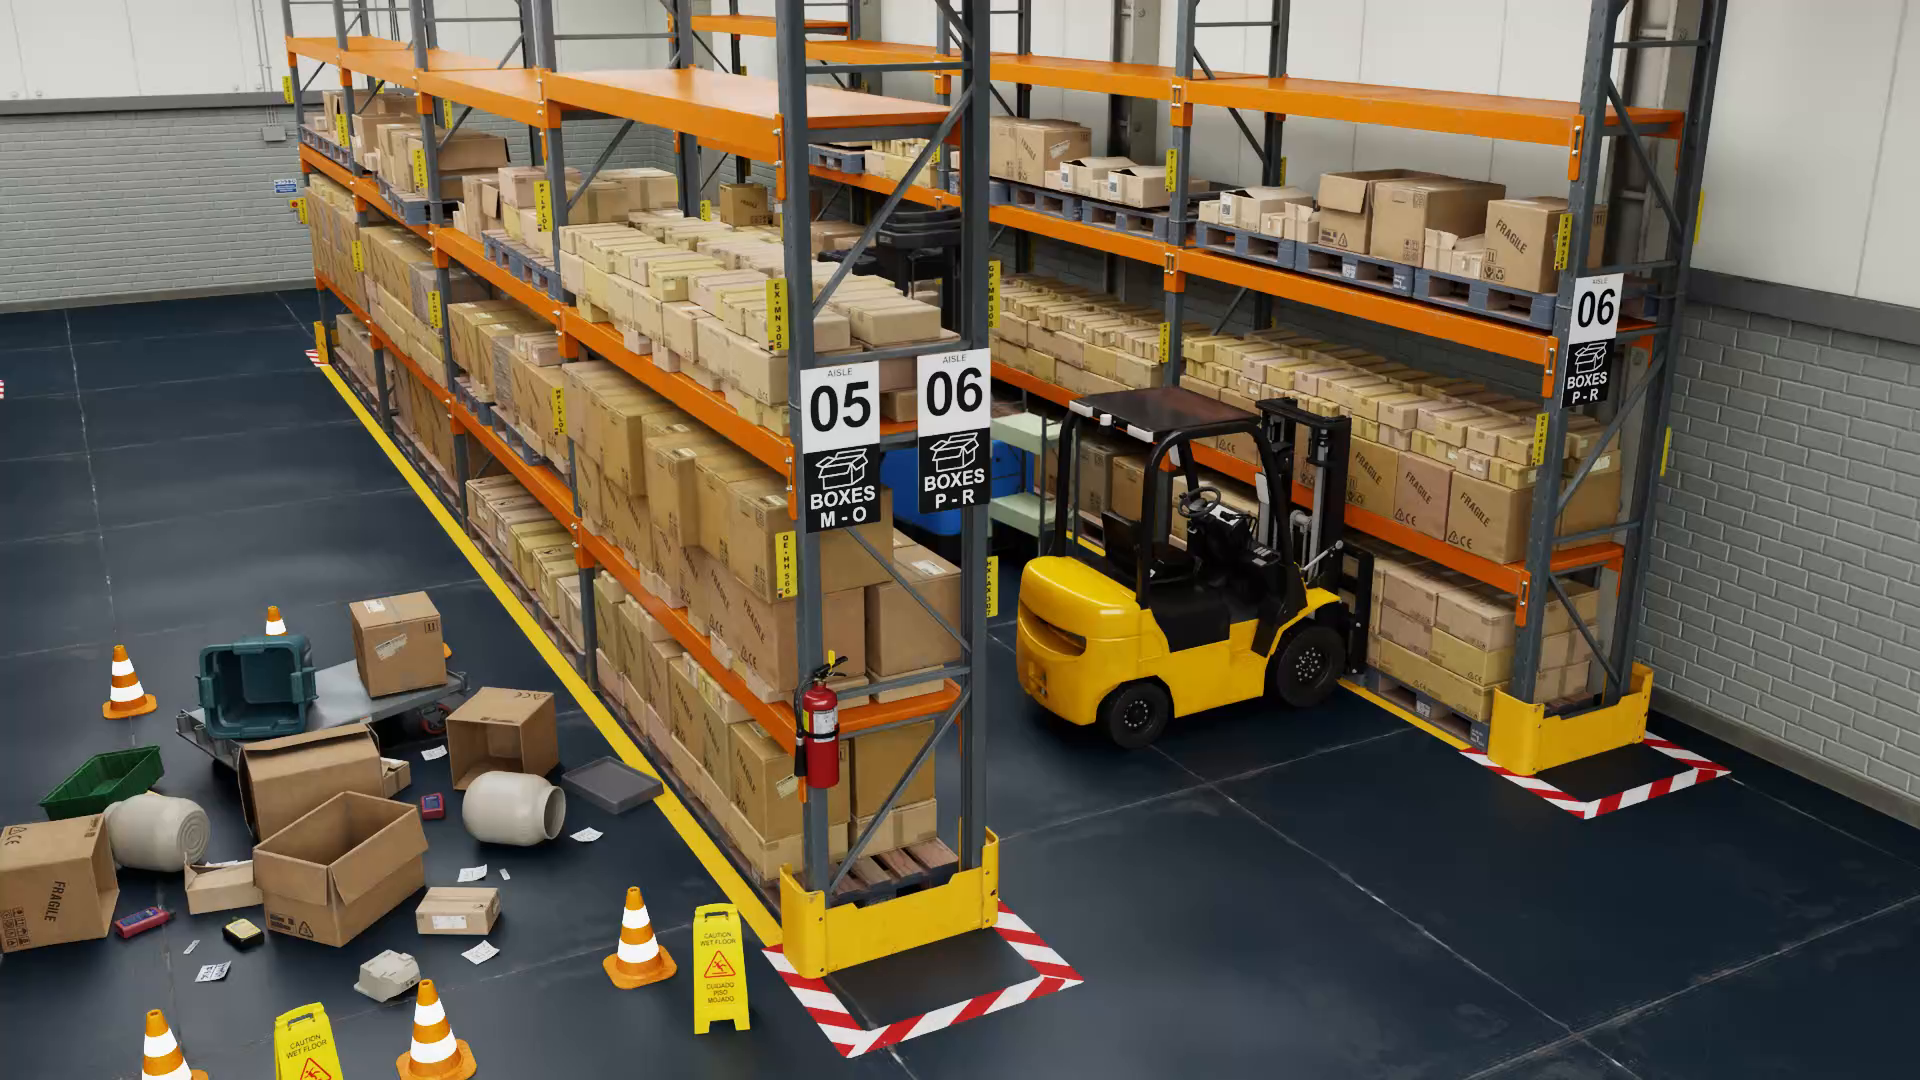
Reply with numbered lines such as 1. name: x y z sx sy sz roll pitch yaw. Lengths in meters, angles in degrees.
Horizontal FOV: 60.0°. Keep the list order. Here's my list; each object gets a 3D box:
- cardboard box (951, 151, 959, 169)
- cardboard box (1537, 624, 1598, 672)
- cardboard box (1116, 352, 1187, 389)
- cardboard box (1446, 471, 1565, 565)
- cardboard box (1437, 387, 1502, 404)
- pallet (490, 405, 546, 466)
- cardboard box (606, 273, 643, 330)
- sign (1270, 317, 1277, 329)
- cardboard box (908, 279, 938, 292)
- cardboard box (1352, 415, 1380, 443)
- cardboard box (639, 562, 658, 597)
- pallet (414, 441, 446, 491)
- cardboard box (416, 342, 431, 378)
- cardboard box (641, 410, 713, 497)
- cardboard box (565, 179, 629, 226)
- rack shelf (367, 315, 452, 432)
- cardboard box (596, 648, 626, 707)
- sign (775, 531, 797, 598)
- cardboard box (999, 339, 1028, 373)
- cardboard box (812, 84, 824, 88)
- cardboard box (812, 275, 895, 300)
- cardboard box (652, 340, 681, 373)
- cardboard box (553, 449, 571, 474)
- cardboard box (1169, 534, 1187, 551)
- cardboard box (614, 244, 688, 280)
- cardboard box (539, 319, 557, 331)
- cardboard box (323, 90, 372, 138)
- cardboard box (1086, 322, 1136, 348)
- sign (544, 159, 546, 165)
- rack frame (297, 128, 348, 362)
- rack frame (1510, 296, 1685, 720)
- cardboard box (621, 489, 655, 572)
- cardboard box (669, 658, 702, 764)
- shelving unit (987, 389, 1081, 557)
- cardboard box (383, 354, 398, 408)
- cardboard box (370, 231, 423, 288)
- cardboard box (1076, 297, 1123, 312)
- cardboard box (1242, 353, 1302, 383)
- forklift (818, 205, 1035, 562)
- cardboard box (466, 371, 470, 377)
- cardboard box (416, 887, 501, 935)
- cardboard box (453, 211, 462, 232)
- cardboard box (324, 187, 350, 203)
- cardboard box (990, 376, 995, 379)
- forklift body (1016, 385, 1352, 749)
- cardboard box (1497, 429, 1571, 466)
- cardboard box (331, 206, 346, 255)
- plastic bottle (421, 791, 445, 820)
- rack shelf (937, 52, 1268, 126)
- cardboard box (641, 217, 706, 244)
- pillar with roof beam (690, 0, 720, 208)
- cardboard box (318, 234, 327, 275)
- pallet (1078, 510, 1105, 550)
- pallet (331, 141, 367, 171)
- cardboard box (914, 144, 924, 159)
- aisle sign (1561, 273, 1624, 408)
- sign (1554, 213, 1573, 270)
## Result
1. cardboard box: 0.137 -3.738 16.329 0.380 0.166 0.250 -10 21 -27
2. cardboard box: 3.997 0.662 11.418 0.500 0.250 0.500 -10 21 -26
3. cardboard box: 1.680 -1.450 14.200 0.500 0.250 0.500 -10 22 -28
4. cardboard box: 3.573 -0.183 10.911 0.500 0.500 0.500 -11 22 -28
5. cardboard box: 3.582 -0.959 11.707 0.380 0.149 0.250 -9 21 -25
6. pallet: -3.152 -0.909 13.463 1.003 0.211 1.213 -10 21 -27
7. cardboard box: -1.781 -1.440 9.882 0.500 0.250 0.500 -10 21 -26
8. sign: 2.626 -1.717 14.060 0.100 0.325 0.005 -10 21 -27
9. cardboard box: -0.547 -2.712 17.979 0.500 0.250 0.500 -11 22 -29
10. cardboard box: 2.995 -0.810 11.732 0.380 0.149 0.250 -10 21 -26
11. cardboard box: -1.762 0.214 10.298 0.380 0.149 0.250 -10 21 -26
12. pallet: -5.012 -0.832 17.218 1.003 0.211 1.213 -10 21 -27
13. cardboard box: -4.853 -1.740 15.806 0.500 0.250 0.500 -10 21 -26
14. cardboard box: -1.445 -0.480 9.783 0.700 0.500 0.500 -10 21 -27
15. cardboard box: -2.616 -2.342 11.542 0.500 0.250 0.500 -9 21 -25
16. rack shelf: -5.078 -1.796 16.841 1.077 0.370 4.000 -10 21 -27
17. cardboard box: -2.186 0.899 11.500 0.500 0.250 0.500 -11 22 -29
18. sign: -0.827 0.118 7.931 0.100 0.325 0.005 -10 21 -27
19. cardboard box: 0.719 -1.804 15.991 0.500 0.250 0.500 -11 22 -28
20. cardboard box: -1.825 -5.221 19.562 0.396 0.266 0.258 -10 22 -27
21. cardboard box: -0.570 -1.310 8.894 0.380 0.149 0.250 -10 21 -27
22. cardboard box: -1.513 -1.058 9.385 0.380 0.149 0.250 -10 22 -27
23. cardboard box: -2.716 -0.598 12.009 0.380 0.149 0.250 -10 21 -26
24. cardboard box: 2.076 0.108 13.792 0.500 0.250 0.500 -10 21 -26
25. cardboard box: -1.836 -1.659 9.904 0.380 0.149 0.250 -11 22 -28
26. cardboard box: -3.172 -1.570 13.828 0.500 0.500 0.500 -12 22 -30
27. cardboard box: -7.102 -4.968 19.380 0.500 0.500 0.500 -10 21 -26
28. cardboard box: 1.330 -1.806 14.619 0.380 0.149 0.250 -11 22 -28
29. sign: -3.650 -3.308 14.728 0.100 0.325 0.005 -10 21 -27
30. rack frame: -7.927 -3.859 21.715 1.000 3.000 0.127 -10 21 -27
31. rack frame: 4.037 -0.035 10.636 1.000 3.000 0.127 -10 21 -27
32. cardboard box: -1.779 -0.146 10.345 0.500 0.500 0.500 -10 21 -27
33. cardboard box: -1.423 0.996 10.067 0.500 0.500 0.500 -11 22 -28
34. shelving unit: 0.619 -0.452 14.143 0.431 1.500 0.755 -13 23 -33
35. cardboard box: -6.231 -1.895 19.307 0.875 0.438 0.875 -10 22 -27
36. cardboard box: -5.806 -2.918 17.302 0.500 0.500 0.500 -10 21 -27
37. cardboard box: 1.317 -2.186 15.720 0.380 0.149 0.250 -9 21 -25
38. cardboard box: 2.393 -1.318 12.749 0.380 0.149 0.250 -9 21 -25
39. forklift: -0.594 -1.612 15.311 1.130 2.935 3.031 -13 23 -33
40. cardboard box: -4.137 -1.520 14.678 0.380 0.149 0.250 -11 22 -30
41. cardboard box: -2.729 2.019 9.052 0.380 0.149 0.250 1 19 2
42. cardboard box: -4.128 -2.744 14.273 0.380 0.149 0.250 -10 21 -27
43. cardboard box: -7.303 -4.089 19.701 0.380 0.149 0.250 -11 22 -28
44. cardboard box: 0.265 -1.853 18.098 0.380 0.149 0.250 -9 21 -24
45. forklift body: 1.531 0.104 11.533 2.313 2.155 1.214 -10 21 -27
46. cardboard box: 3.682 -0.600 10.668 0.380 0.149 0.250 -10 21 -27
47. cardboard box: -6.978 -3.615 19.322 0.500 0.500 0.500 -10 21 -26
48. plastic bottle: -3.266 1.636 10.296 0.133 0.061 0.283 -6 20 -17
49. rack shelf: 1.188 -4.065 14.831 1.077 0.370 4.000 -10 21 -27
50. cardboard box: -1.886 -2.033 10.988 0.380 0.149 0.250 -9 21 -26
51. pillar with roof beam: -7.836 -7.711 23.683 9.100 9.000 0.400 -10 21 -27
52. cardboard box: -7.687 -3.583 20.762 0.500 0.500 0.500 -10 22 -27
53. pallet: 1.754 -0.071 15.013 1.003 0.211 1.213 -10 21 -27
54. pallet: -6.407 -4.323 18.598 1.003 0.211 1.213 -10 21 -27
55. cardboard box: -0.248 -4.009 17.172 0.380 0.149 0.250 -11 22 -28
56. aisle sign: 3.810 -1.200 10.025 0.394 0.787 0.004 -10 21 -27
57. sign: 3.553 -1.754 9.783 0.100 0.325 0.005 -10 21 -27
